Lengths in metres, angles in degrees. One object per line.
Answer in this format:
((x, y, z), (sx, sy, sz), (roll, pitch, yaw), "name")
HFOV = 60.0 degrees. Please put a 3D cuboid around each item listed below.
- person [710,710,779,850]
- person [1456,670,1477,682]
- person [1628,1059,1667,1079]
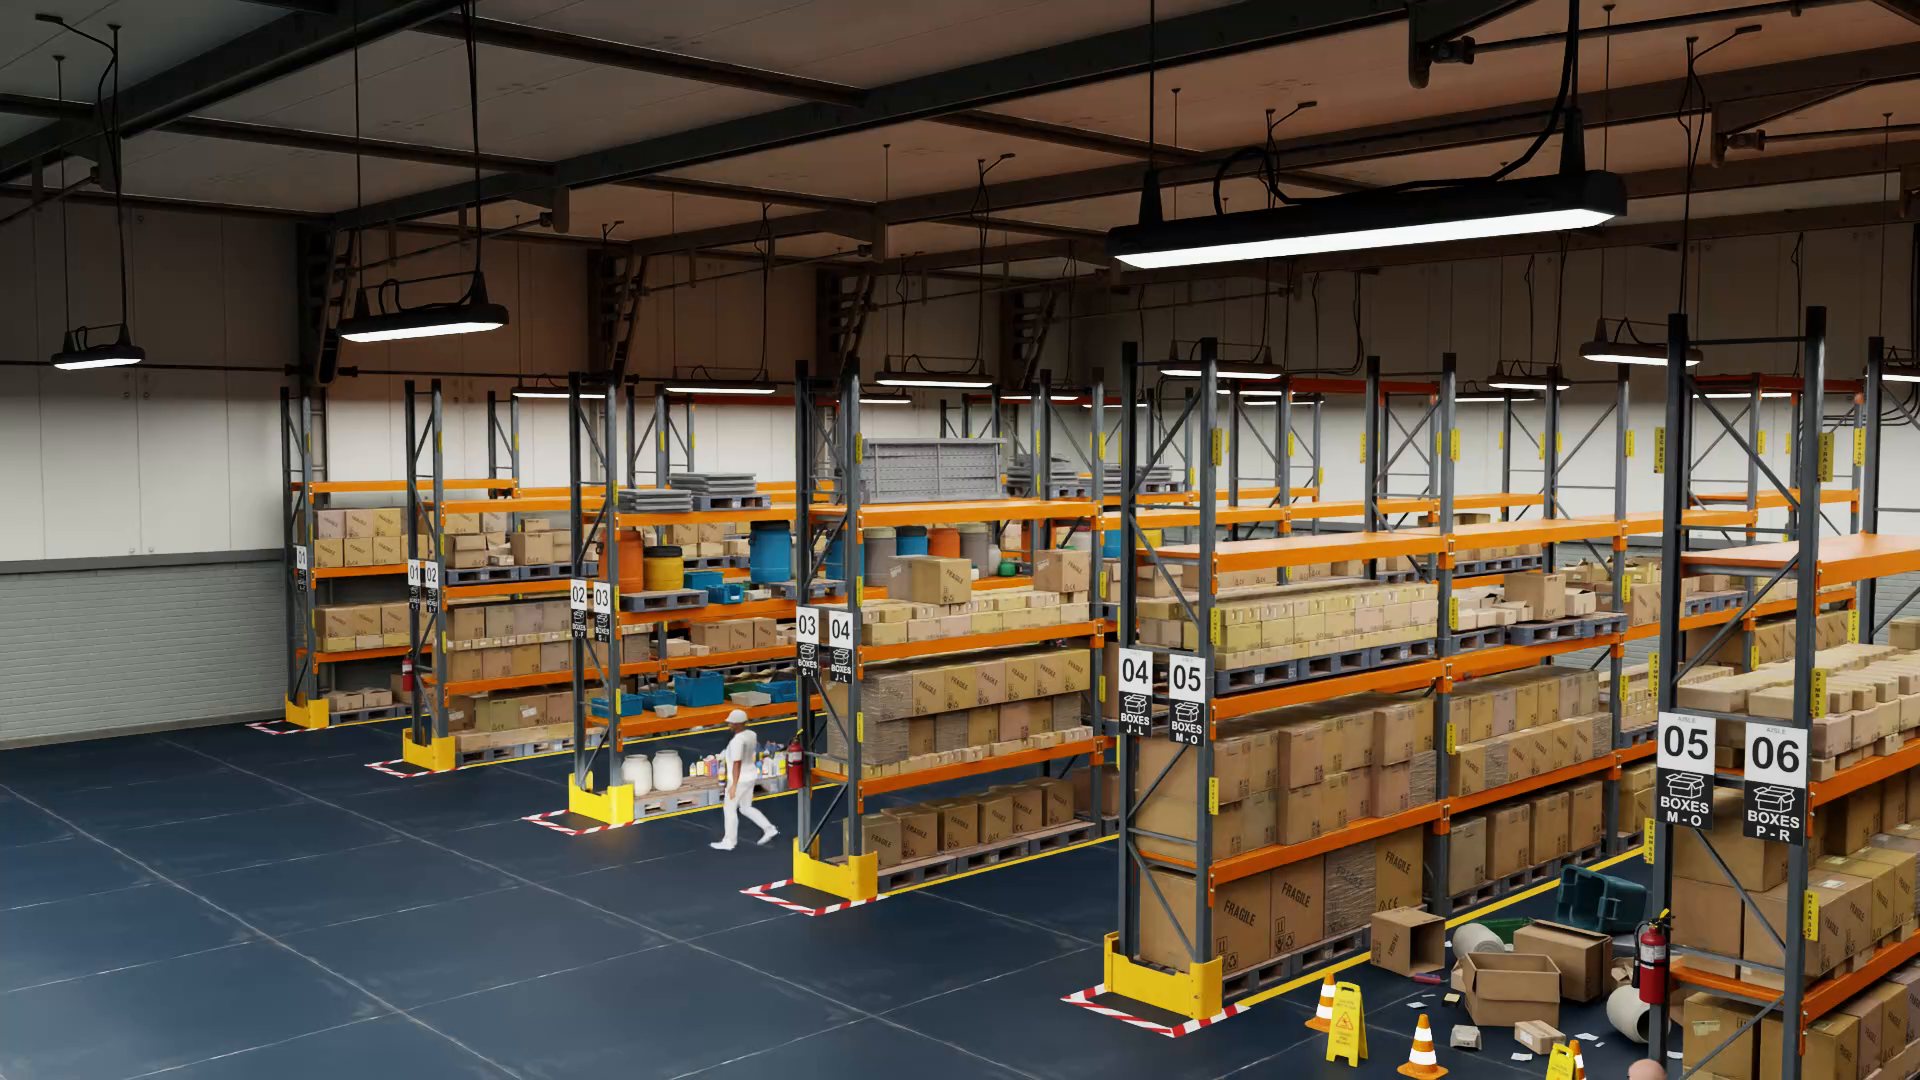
((-2.676, 2.975, 20.637), (0.825, 1.753, 0.660), (1, 4, 18), "person")
((7.655, 2.689, 25.171), (0.961, 1.679, 0.578), (-3, 4, -35), "person")
((3.784, 3.730, 9.261), (0.900, 1.689, 0.584), (-1, 4, -11), "person")
